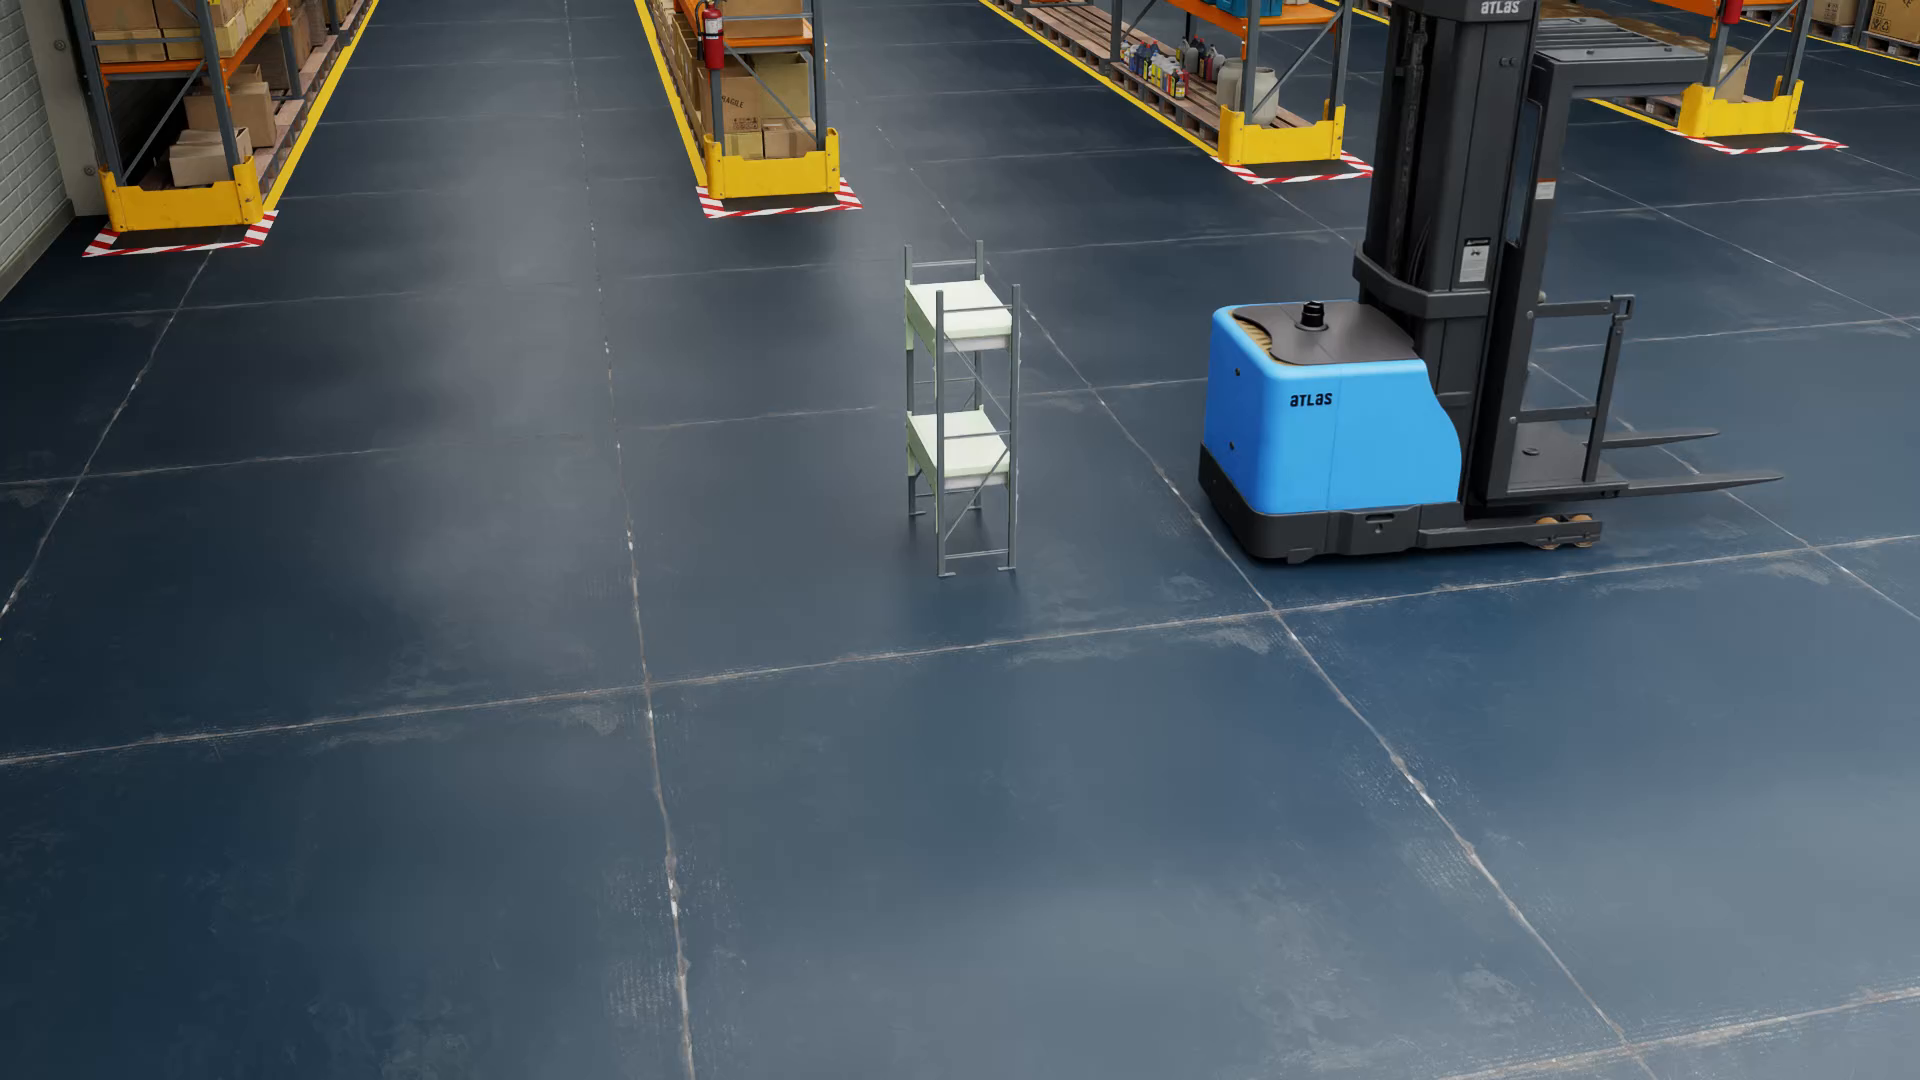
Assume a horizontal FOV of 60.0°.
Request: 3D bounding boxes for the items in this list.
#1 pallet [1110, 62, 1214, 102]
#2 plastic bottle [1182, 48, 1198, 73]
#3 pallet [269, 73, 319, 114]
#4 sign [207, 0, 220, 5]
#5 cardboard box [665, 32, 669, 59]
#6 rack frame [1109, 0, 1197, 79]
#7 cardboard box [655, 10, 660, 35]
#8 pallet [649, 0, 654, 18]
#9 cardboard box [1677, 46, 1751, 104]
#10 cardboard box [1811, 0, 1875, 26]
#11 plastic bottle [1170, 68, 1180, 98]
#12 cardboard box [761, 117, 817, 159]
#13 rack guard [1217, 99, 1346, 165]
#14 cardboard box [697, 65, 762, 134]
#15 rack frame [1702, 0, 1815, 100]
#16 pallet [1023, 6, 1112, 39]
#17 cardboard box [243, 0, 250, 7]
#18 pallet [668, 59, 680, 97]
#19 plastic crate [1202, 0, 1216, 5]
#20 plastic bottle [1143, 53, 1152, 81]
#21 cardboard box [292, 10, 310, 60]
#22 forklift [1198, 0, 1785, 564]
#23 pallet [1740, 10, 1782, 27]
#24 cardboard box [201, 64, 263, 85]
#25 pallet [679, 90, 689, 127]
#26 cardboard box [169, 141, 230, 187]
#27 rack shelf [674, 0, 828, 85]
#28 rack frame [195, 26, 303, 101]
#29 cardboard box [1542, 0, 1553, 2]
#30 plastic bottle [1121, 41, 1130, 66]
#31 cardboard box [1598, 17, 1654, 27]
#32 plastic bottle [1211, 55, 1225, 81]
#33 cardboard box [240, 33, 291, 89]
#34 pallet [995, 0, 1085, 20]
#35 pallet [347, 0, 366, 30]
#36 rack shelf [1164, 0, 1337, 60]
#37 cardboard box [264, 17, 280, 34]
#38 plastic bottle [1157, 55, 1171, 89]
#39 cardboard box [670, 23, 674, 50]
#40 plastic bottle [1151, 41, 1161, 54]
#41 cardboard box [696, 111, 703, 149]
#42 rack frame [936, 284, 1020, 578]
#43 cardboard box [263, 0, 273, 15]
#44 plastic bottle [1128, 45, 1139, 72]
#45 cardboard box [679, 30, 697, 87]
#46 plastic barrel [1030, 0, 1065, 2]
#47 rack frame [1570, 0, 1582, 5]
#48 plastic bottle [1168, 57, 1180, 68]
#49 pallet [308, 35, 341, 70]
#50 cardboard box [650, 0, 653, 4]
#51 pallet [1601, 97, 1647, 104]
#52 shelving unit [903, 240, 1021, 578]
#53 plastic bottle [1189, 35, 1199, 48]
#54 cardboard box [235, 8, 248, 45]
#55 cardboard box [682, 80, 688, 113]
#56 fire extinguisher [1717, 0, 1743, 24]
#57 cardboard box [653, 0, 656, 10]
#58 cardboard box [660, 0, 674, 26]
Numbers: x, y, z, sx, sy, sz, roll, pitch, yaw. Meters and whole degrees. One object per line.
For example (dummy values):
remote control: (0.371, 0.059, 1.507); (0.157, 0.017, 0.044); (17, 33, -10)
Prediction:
pallet: (2.352, -5.214, 18.845); (1.003, 0.211, 1.213); (-6, 27, -12)
plastic bottle: (2.572, -5.374, 18.604); (0.152, 0.276, 0.135); (-6, 27, -12)
pallet: (-7.587, -4.848, 18.122); (1.003, 0.211, 1.213); (-6, 27, -12)
sign: (-5.980, -4.437, 13.252); (0.100, 0.325, 0.005); (-6, 27, -12)
cardboard box: (-3.189, -5.816, 19.529); (0.500, 0.250, 0.500); (-5, 27, -10)
rack frame: (2.242, -6.758, 18.810); (1.000, 3.000, 0.127); (-6, 27, -12)
cardboard box: (-3.540, -6.492, 20.869); (0.500, 0.250, 0.500); (-7, 28, -13)
pallet: (-3.889, -7.634, 23.640); (1.003, 0.211, 1.213); (-6, 27, -12)
cardboard box: (7.844, -4.852, 17.342); (0.500, 0.500, 0.500); (-1, 27, -2)
cardboard box: (11.695, -7.167, 21.650); (1.050, 0.750, 0.750); (-6, 27, -12)
plastic bottle: (2.258, -4.797, 17.451); (0.061, 0.283, 0.133); (-5, 27, -10)
cardboard box: (-1.588, -3.718, 15.373); (0.500, 0.250, 0.500); (-6, 27, -12)
rack guard: (3.080, -3.914, 15.950); (1.175, 0.500, 0.348); (-6, 27, -12)
cardboard box: (-2.094, -4.000, 15.100); (0.500, 0.500, 0.500); (-6, 27, -12)
rack frame: (7.969, -5.505, 16.327); (1.000, 3.000, 0.127); (-6, 27, -12)
pallet: (1.477, -6.925, 22.235); (1.003, 0.211, 1.213); (-6, 27, -12)
cardboard box: (-6.536, -4.958, 14.556); (0.500, 0.500, 0.500); (-7, 28, -13)
pallet: (-2.789, -5.331, 19.078); (1.003, 0.211, 1.213); (-6, 27, -12)
plastic crate: (2.598, -5.410, 16.305); (0.499, 0.251, 0.408); (-6, 27, -12)
plastic bottle: (2.058, -5.185, 18.221); (0.061, 0.283, 0.133); (-5, 27, -9)
cardboard box: (-7.957, -5.824, 19.246); (0.700, 0.500, 0.500); (-6, 27, -12)
forklift: (2.887, -1.487, 8.444); (3.031, 2.935, 1.130); (-4, 27, -8)
pallet: (11.397, -7.343, 23.064); (1.003, 0.211, 1.213); (-6, 27, -12)
cardboard box: (-7.138, -4.381, 16.386); (0.500, 0.500, 0.500); (-8, 28, -15)
pallet: (-2.447, -4.658, 17.745); (1.003, 0.211, 1.213); (-6, 27, -12)
cardboard box: (-6.577, -3.305, 14.464); (0.500, 0.311, 0.500); (-9, 28, -17)
rack shelf: (-2.134, -5.057, 16.239); (1.077, 0.370, 4.000); (-6, 27, -12)
rack frame: (-7.411, -5.752, 16.817); (1.000, 3.000, 0.127); (-6, 27, -12)
cardboard box: (6.950, -6.613, 20.809); (0.700, 0.500, 0.500); (-8, 28, -16)
plastic bottle: (1.886, -5.552, 18.960); (0.097, 0.271, 0.097); (0, 27, 0)
cardboard box: (7.471, -5.637, 18.898); (0.500, 0.500, 0.500); (-8, 28, -16)
plastic bottle: (2.816, -5.187, 18.232); (0.152, 0.276, 0.135); (-5, 27, -11)
cardboard box: (-7.593, -5.154, 17.917); (0.700, 0.500, 0.500); (-5, 27, -10)
pallet: (1.122, -7.611, 23.594); (1.003, 0.211, 1.213); (-6, 27, -12)
pallet: (-8.688, -7.151, 22.684); (1.003, 0.211, 1.213); (-6, 27, -12)
rack shelf: (2.692, -5.559, 17.232); (1.077, 0.370, 4.000); (-6, 27, -12)
cardboard box: (-7.695, -5.681, 18.131); (0.500, 0.250, 0.500); (-7, 28, -13)
plastic bottle: (2.200, -5.024, 17.826); (0.144, 0.351, 0.185); (-5, 27, -9)
cardboard box: (-2.956, -5.615, 18.510); (0.500, 0.311, 0.500); (-6, 27, -12)
plastic bottle: (2.160, -5.390, 18.551); (0.144, 0.351, 0.185); (-6, 27, -12)
cardboard box: (-2.217, -3.884, 15.702); (0.500, 0.250, 0.500); (-6, 27, -12)
rack frame: (0.084, -0.506, 8.088); (0.400, 1.500, 0.023); (-6, 27, -12)
cardboard box: (-6.776, -5.078, 15.625); (0.500, 0.250, 0.500); (-6, 27, -12)
plastic bottle: (1.986, -5.415, 18.683); (0.152, 0.276, 0.135); (-5, 27, -10)
cardboard box: (-2.560, -4.877, 16.836); (0.500, 0.500, 0.500); (-6, 27, -12)
plastic barrel: (1.213, -7.945, 23.105); (0.600, 0.830, 0.708); (-6, 27, -12)
rack frame: (7.067, -7.261, 19.806); (1.000, 3.000, 0.127); (-6, 27, -12)
plastic bottle: (2.296, -5.098, 18.056); (0.152, 0.276, 0.135); (-6, 27, -12)
pallet: (-8.137, -5.920, 20.244); (1.003, 0.211, 1.213); (-6, 27, -12)
cardboard box: (-4.042, -7.707, 22.976); (0.500, 0.500, 0.500); (-7, 28, -13)
pallet: (7.531, -5.188, 18.794); (1.003, 0.211, 1.213); (-6, 27, -12)
shelving unit: (0.002, -0.667, 8.406); (0.431, 1.500, 0.755); (-6, 27, -12)
plastic bottle: (2.668, -5.518, 18.805); (0.144, 0.351, 0.185); (-7, 28, -13)
cardboard box: (-6.441, -4.411, 14.304); (0.500, 0.250, 0.500); (-7, 28, -13)
cardboard box: (-2.561, -4.542, 17.005); (0.500, 0.250, 0.500); (-6, 27, -12)
fire extinguisher: (7.545, -5.373, 16.152); (0.296, 0.674, 0.183); (-6, 27, -12)
cardboard box: (-3.655, -6.963, 21.179); (0.500, 0.311, 0.500); (-5, 27, -10)
cardboard box: (-3.299, -6.283, 19.833); (0.500, 0.311, 0.500); (-6, 27, -12)
